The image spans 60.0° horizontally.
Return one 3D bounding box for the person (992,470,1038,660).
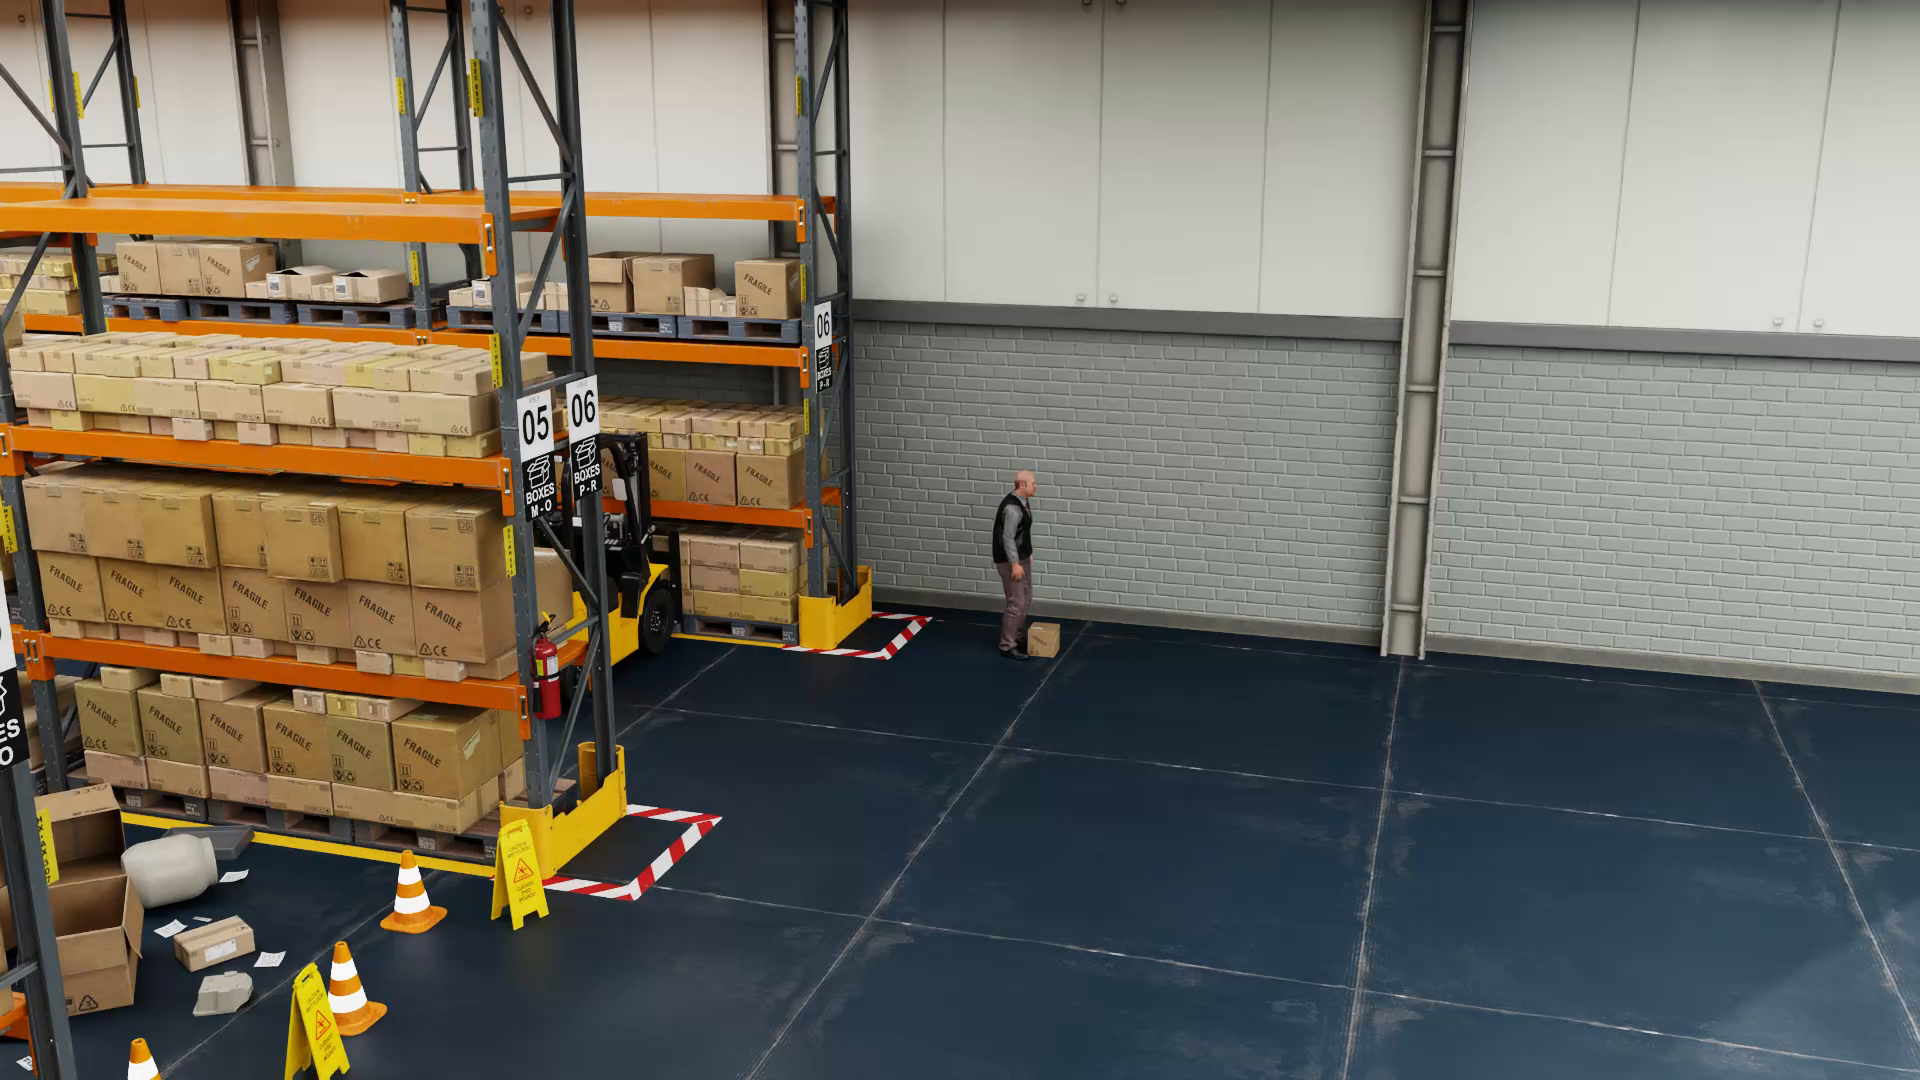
[{"bbox_3d":[0.506,0.248,15.337,0.412,1.615,0.584,4,15,15],"label":"person"}]
